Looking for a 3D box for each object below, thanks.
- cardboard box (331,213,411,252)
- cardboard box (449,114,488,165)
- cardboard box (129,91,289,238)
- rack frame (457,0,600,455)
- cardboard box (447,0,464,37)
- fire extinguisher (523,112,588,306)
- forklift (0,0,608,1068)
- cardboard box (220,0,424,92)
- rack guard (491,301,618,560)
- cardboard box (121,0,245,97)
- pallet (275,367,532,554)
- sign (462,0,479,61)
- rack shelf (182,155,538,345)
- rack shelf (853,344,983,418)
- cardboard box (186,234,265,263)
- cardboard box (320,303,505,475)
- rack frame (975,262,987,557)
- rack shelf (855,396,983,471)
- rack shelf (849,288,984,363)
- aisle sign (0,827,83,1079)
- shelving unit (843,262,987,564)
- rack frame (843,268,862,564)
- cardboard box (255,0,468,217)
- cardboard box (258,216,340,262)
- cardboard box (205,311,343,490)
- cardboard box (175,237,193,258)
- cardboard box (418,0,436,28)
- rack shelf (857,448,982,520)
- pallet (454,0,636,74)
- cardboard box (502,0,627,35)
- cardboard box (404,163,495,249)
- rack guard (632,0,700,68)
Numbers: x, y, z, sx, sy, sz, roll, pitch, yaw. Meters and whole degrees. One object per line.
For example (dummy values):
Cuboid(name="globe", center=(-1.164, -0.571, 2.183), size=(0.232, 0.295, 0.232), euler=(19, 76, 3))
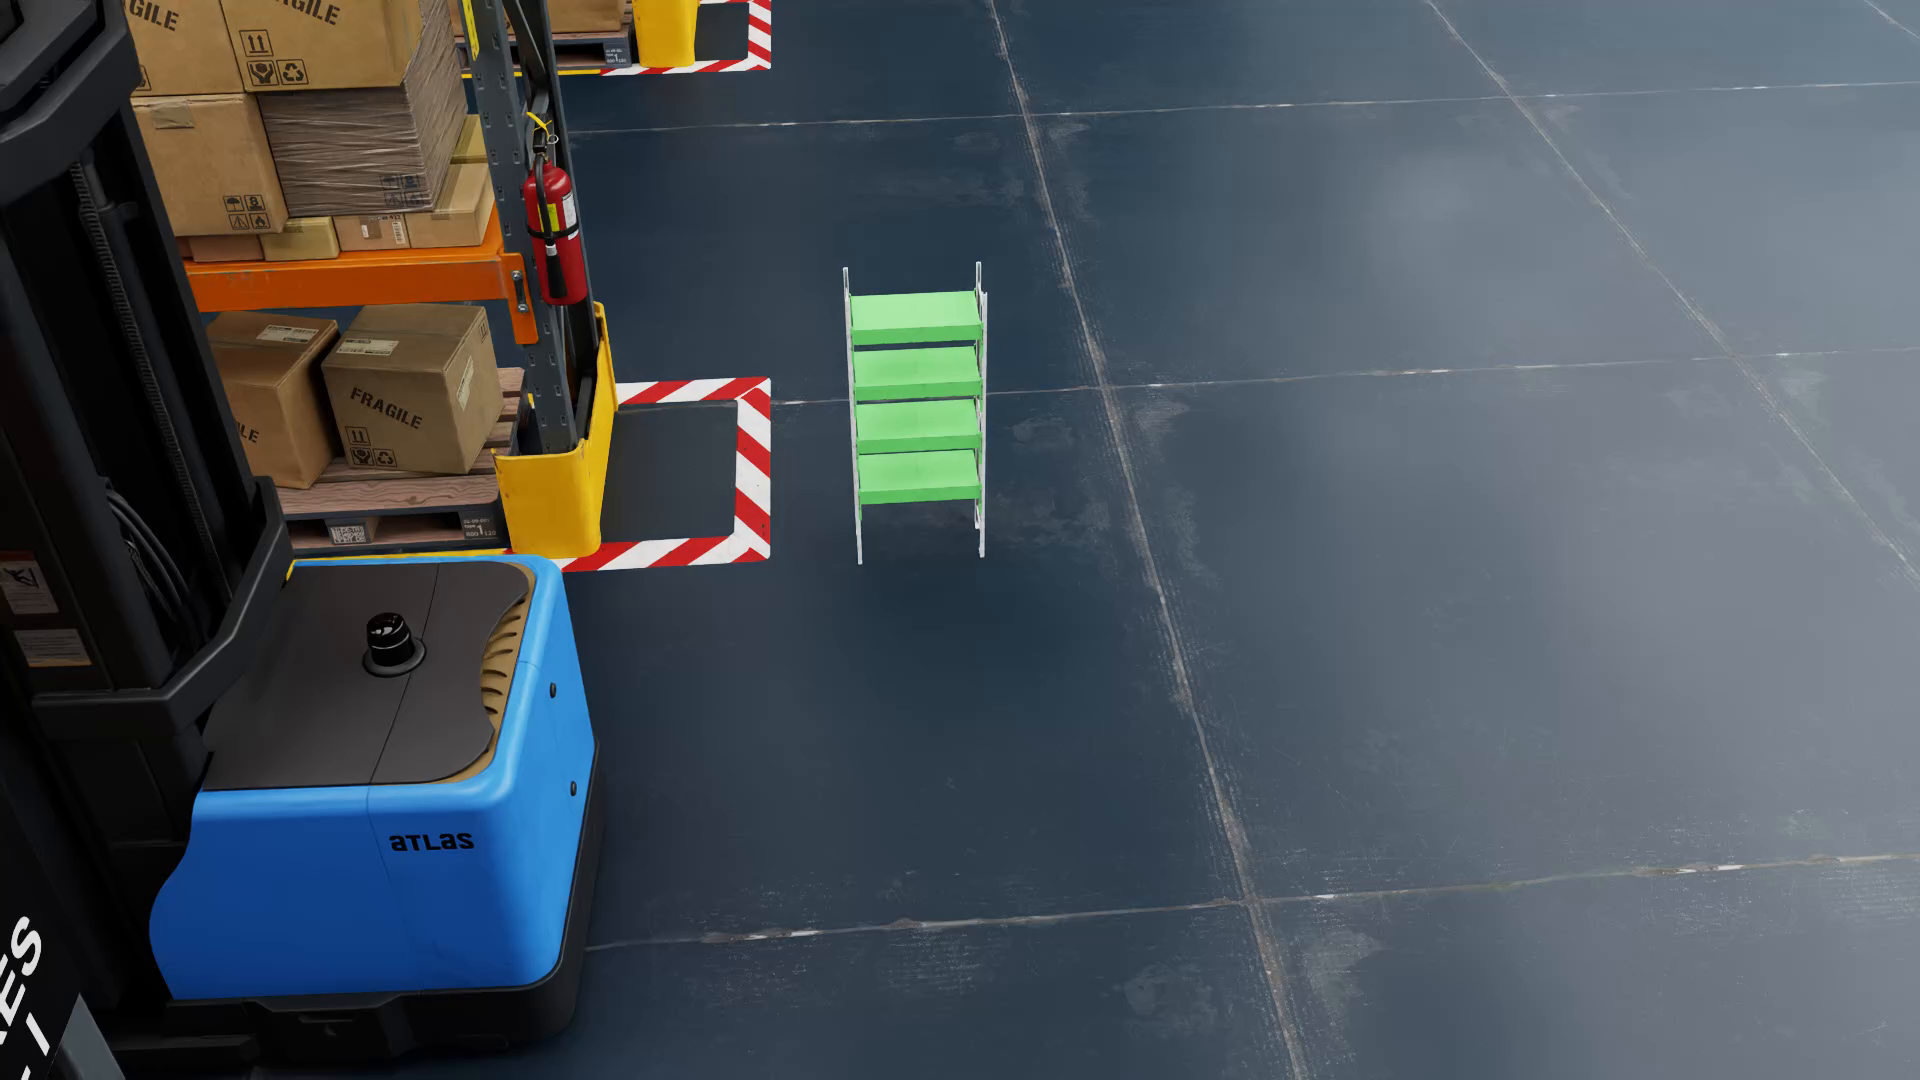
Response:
Cuboid(name="cardboard box", center=(-2.112, -1.212, 6.067), size=(0.250, 0.149, 0.380), euler=(-3, 38, -4))
Cuboid(name="cardboard box", center=(-1.903, -1.500, 6.432), size=(0.250, 0.149, 0.380), euler=(-3, 38, -4))
Cuboid(name="cardboard box", center=(-2.635, -1.508, 5.919), size=(0.500, 0.500, 0.875), euler=(-3, 38, -4))
Cuboid(name="rack frame", center=(-1.598, -1.467, 6.187), size=(0.127, 3.000, 1.000), euler=(-3, 38, -4))
Cuboid(name="cardboard box", center=(-3.482, -3.736, 10.439), size=(0.875, 0.875, 0.875), euler=(-4, 38, -5))
Cuboid(name="fire extinguisher", center=(-1.443, -1.158, 5.859), size=(0.183, 0.674, 0.296), euler=(-3, 38, -4))
Cuboid(name="forklift", center=(-2.665, 0.070, 4.295), size=(3.031, 2.935, 1.130), euler=(-2, 38, -2))
Cuboid(name="cardboard box", center=(-2.124, -1.833, 5.523), size=(0.500, 0.500, 0.500), euler=(-3, 38, -4))
Cuboid(name="rack guard", center=(-1.673, -0.481, 6.956), size=(0.348, 0.500, 1.175), euler=(-3, 38, -4))
Cuboid(name="cardboard box", center=(-2.621, -1.802, 5.484), size=(0.500, 0.500, 0.500), euler=(-3, 38, -4))
Cuboid(name="pallet", center=(-2.486, -0.345, 7.017), size=(1.213, 0.211, 1.003), euler=(-3, 38, -4))
Cuboid(name="sign", center=(-1.568, -1.702, 5.295), size=(0.005, 0.325, 0.100), euler=(-3, 38, -4))
Cuboid(name="rack shelf", center=(-3.590, -1.075, 6.271), size=(4.000, 0.370, 1.077), euler=(-3, 38, -4))
Cuboid(name="rack shelf", center=(-0.165, -0.600, 6.258), size=(0.480, 0.148, 0.258), euler=(-3, 38, -4))
Cuboid(name="cardboard box", center=(-2.607, -1.162, 6.004), size=(0.250, 0.149, 0.380), euler=(-3, 38, -4))
Cuboid(name="cardboard box", center=(-2.221, -0.626, 6.801), size=(0.500, 0.500, 0.500), euler=(4, 38, 4))
Cuboid(name="rack frame", center=(0.078, -0.475, 6.384), size=(0.015, 1.200, 0.240), euler=(-3, 38, -4))
Cuboid(name="rack shelf", center=(-0.165, -0.412, 6.406), size=(0.480, 0.148, 0.258), euler=(-3, 38, -4))
Cuboid(name="rack shelf", center=(-0.165, -0.789, 6.109), size=(0.480, 0.148, 0.258), euler=(-3, 38, -4))
Cuboid(name="aisle sign", center=(-1.113, 0.384, 1.743), size=(0.004, 0.787, 0.394), euler=(-3, 38, -4))
Cuboid(name="shelving unit", center=(-0.165, -0.462, 6.367), size=(0.503, 1.200, 0.258), euler=(-3, 38, -4))
Cuboid(name="rack frame", center=(-0.408, -0.449, 6.350), size=(0.015, 1.200, 0.240), euler=(-3, 38, -4))
Cuboid(name="cardboard box", center=(-2.148, -1.609, 6.047), size=(0.500, 0.500, 0.875), euler=(-3, 38, -4))
Cuboid(name="cardboard box", center=(-2.357, -1.166, 6.009), size=(0.250, 0.149, 0.380), euler=(-3, 38, -4))
Cuboid(name="cardboard box", center=(-2.814, -0.572, 6.733), size=(0.500, 0.500, 0.500), euler=(6, 39, 8))
Cuboid(name="cardboard box", center=(-2.860, -1.174, 6.019), size=(0.250, 0.149, 0.380), euler=(-3, 38, -4))
Cuboid(name="cardboard box", center=(-2.170, -2.153, 5.929), size=(0.500, 0.500, 0.500), euler=(-3, 38, -4))
Cuboid(name="rack shelf", center=(-0.165, -0.223, 6.555), size=(0.480, 0.148, 0.258), euler=(-3, 38, -4))
Cuboid(name="pallet", center=(-2.726, -3.346, 10.820), size=(1.213, 0.211, 1.003), euler=(-3, 38, -4))
Cuboid(name="cardboard box", center=(-2.606, -3.785, 10.502), size=(0.875, 0.875, 0.875), euler=(-3, 38, -4))
Cuboid(name="cardboard box", center=(-1.863, -1.225, 6.084), size=(0.250, 0.149, 0.380), euler=(-3, 38, -4))
Cuboid(name="rack guard", center=(-1.912, -3.553, 10.849), size=(0.348, 0.500, 1.175), euler=(-3, 38, -4))
